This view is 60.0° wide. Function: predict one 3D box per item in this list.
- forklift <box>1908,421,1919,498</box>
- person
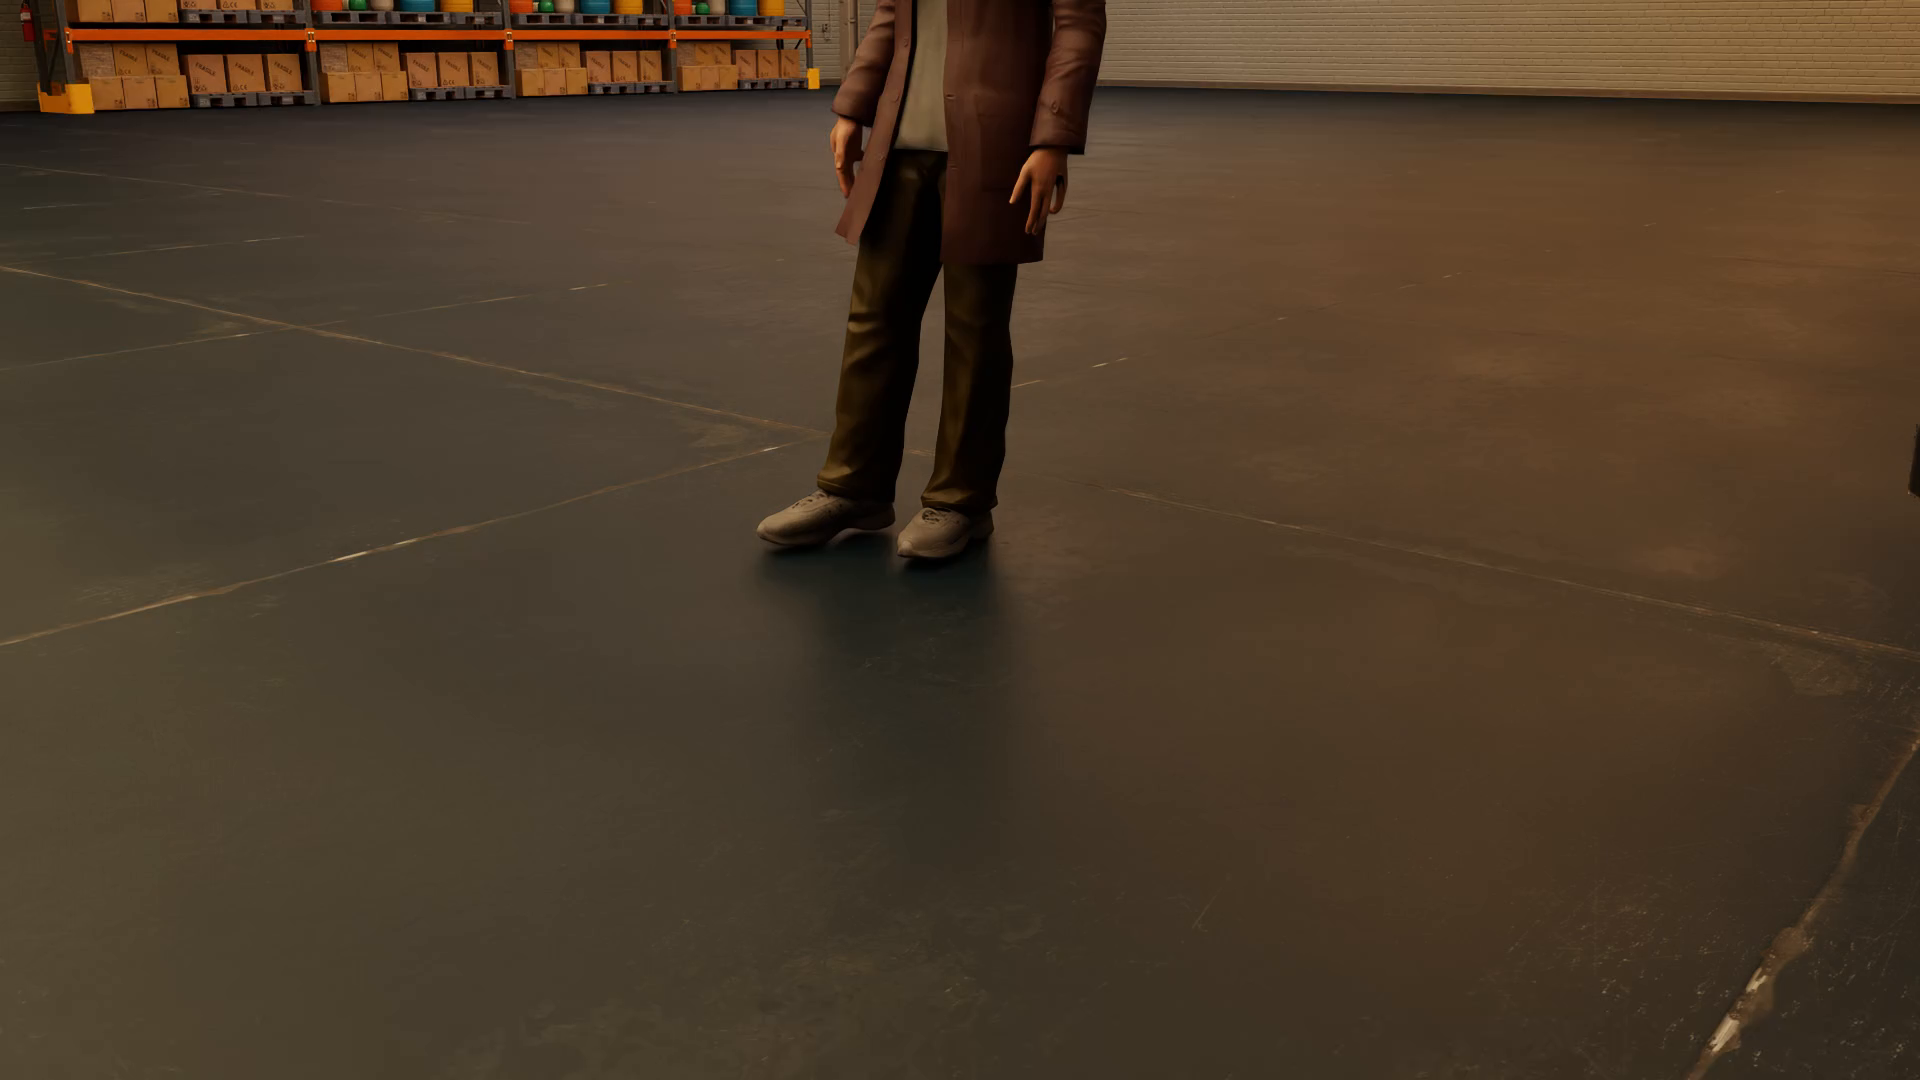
[{"bbox_3d":[3.776,-1.270,3.080,3.031,2.935,1.130,2,17,7],"label":"forklift"},{"bbox_3d":[-0.062,-0.837,3.616,0.696,1.778,0.579,13,21,37],"label":"person"}]
